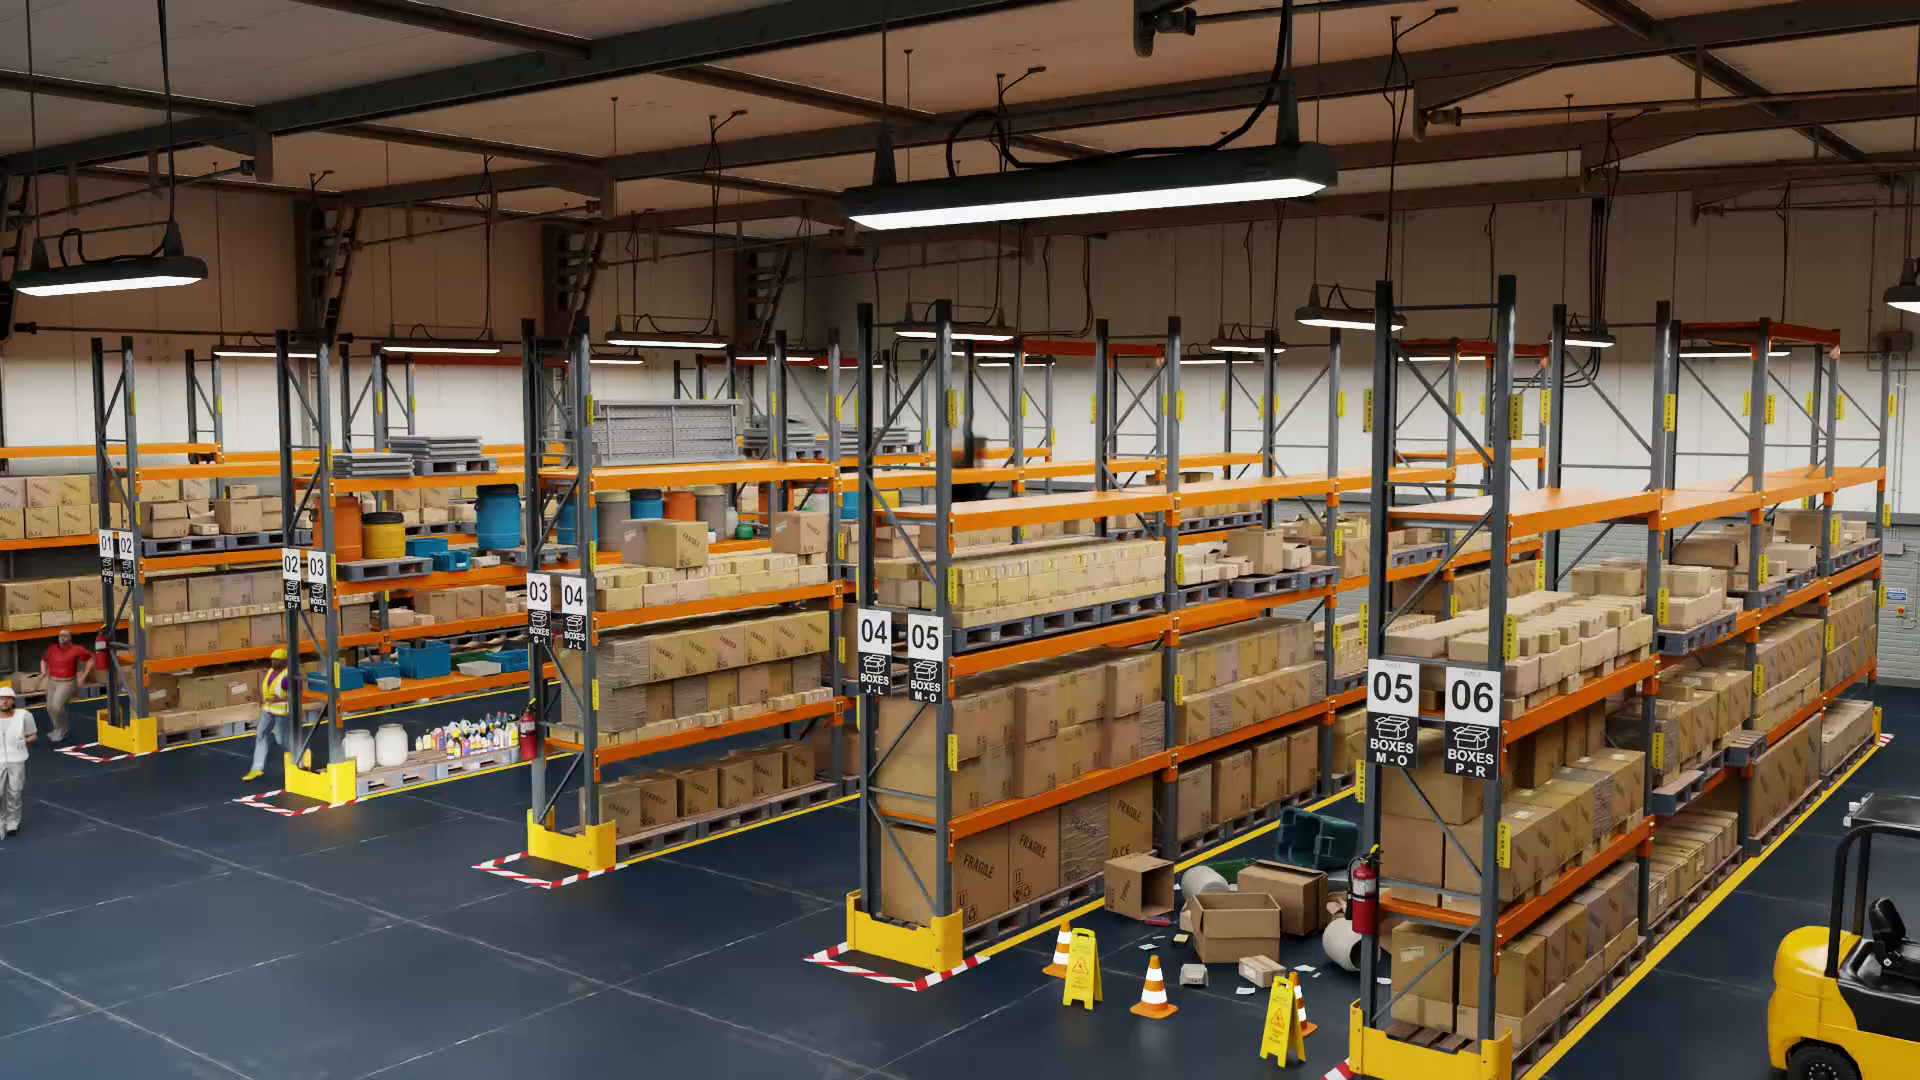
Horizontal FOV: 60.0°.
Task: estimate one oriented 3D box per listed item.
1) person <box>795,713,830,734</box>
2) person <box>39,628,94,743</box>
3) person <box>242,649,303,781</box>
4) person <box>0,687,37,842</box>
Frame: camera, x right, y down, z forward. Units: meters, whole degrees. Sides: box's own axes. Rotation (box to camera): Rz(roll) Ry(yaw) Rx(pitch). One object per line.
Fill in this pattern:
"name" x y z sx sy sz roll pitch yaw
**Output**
"person" -2.108 1.894 23.982 0.668 1.822 0.929 4 6 36
"person" -13.401 2.177 24.864 0.721 1.723 0.649 1 5 7
"person" -9.185 2.328 22.457 0.731 1.741 0.970 2 6 26
"person" -11.086 2.605 19.337 0.655 1.807 0.729 -3 6 -30
